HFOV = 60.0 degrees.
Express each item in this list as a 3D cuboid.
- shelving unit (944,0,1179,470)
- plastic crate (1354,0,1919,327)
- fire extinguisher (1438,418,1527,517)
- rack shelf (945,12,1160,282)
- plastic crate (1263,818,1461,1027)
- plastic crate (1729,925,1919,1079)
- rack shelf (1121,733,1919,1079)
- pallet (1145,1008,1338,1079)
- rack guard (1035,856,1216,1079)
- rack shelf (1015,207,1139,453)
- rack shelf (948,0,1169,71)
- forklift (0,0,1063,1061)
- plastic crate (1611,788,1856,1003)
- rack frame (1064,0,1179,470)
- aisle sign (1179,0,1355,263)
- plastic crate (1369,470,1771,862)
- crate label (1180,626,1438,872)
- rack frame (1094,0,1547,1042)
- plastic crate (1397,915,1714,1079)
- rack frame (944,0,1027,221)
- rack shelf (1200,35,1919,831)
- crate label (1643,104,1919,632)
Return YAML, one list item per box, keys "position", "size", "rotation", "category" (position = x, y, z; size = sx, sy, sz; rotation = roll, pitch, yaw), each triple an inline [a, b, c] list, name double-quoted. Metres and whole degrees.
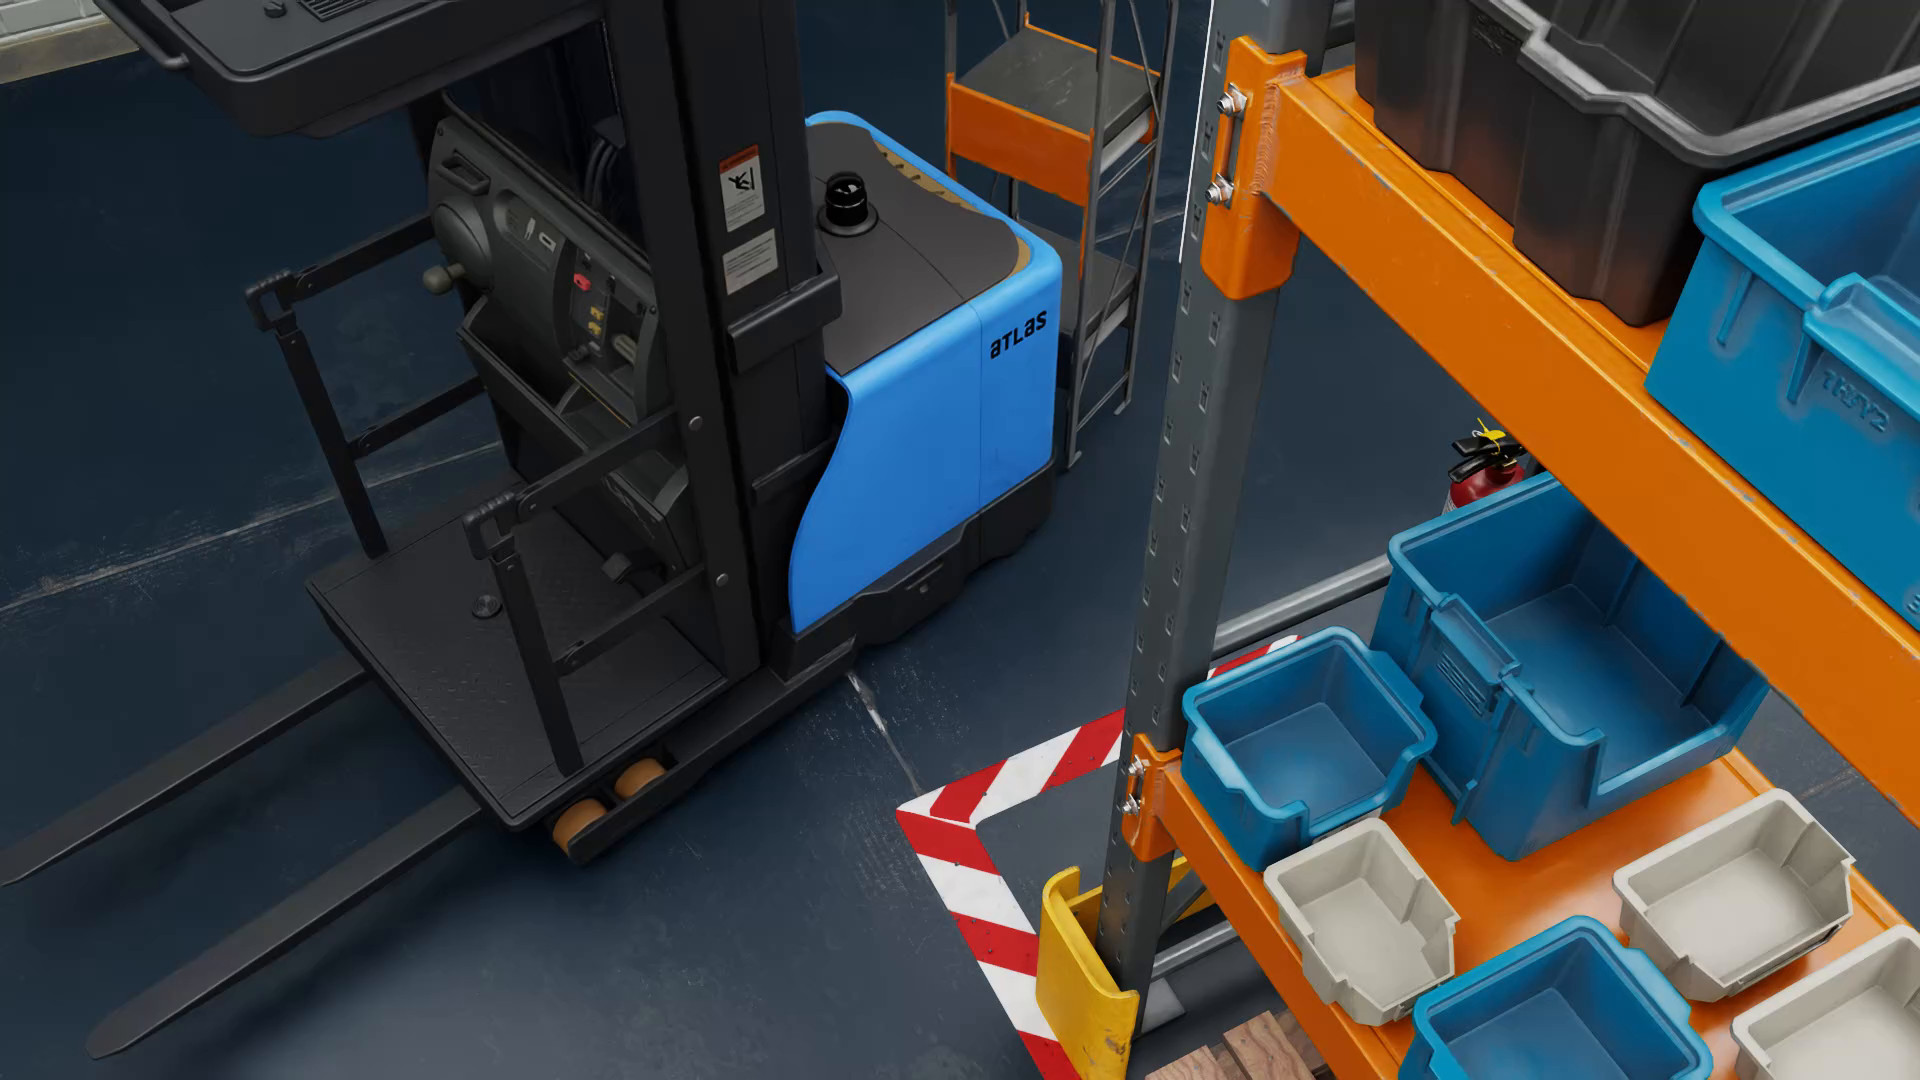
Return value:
- position: [0.274, -1.162, 4.865]
  size: [0.503, 2.100, 0.431]
  rotation: [27, 53, 22]
  category: "shelving unit"
- position: [0.718, -0.518, 1.804]
  size: [0.497, 0.269, 0.590]
  rotation: [-21, 52, -18]
  category: "plastic crate"
- position: [1.125, -0.036, 3.588]
  size: [0.296, 0.674, 0.183]
  rotation: [-21, 52, -18]
  category: "fire extinguisher"
- position: [0.274, -1.153, 4.875]
  size: [0.480, 0.518, 0.431]
  rotation: [27, 53, 22]
  category: "rack shelf"
- position: [0.683, 0.662, 2.813]
  size: [0.250, 0.136, 0.298]
  rotation: [-21, 52, -18]
  category: "plastic crate"
- position: [1.444, 0.823, 2.673]
  size: [0.396, 0.136, 0.243]
  rotation: [-21, 52, -18]
  category: "plastic crate"
- position: [1.705, 1.649, 2.293]
  size: [1.077, 0.370, 4.000]
  rotation: [-21, 52, -18]
  category: "rack shelf"
- position: [1.133, 1.557, 3.748]
  size: [1.003, 0.211, 1.213]
  rotation: [-21, 52, -18]
  category: "pallet"
- position: [0.767, 0.885, 4.144]
  size: [1.175, 0.500, 0.348]
  rotation: [-21, 52, -18]
  category: "rack guard"
- position: [0.264, -0.682, 5.392]
  size: [0.480, 0.518, 0.431]
  rotation: [27, 53, 22]
  category: "rack shelf"
- position: [0.283, -1.624, 4.357]
  size: [0.480, 0.518, 0.431]
  rotation: [27, 53, 22]
  category: "rack shelf"
- position: [-1.133, -0.553, 3.786]
  size: [3.031, 2.935, 1.130]
  rotation: [-34, 57, -26]
  category: "forklift"
- position: [1.324, 0.624, 2.847]
  size: [0.396, 0.136, 0.243]
  rotation: [-21, 52, -18]
  category: "plastic crate"
- position: [0.475, -1.058, 4.774]
  size: [0.015, 2.100, 0.400]
  rotation: [27, 53, 22]
  category: "rack frame"
- position: [0.493, -0.729, 2.167]
  size: [0.394, 0.787, 0.004]
  rotation: [-21, 52, -18]
  category: "aisle sign"
- position: [1.109, 0.202, 3.018]
  size: [0.616, 0.435, 0.499]
  rotation: [-21, 52, -18]
  category: "plastic crate"
- position: [0.610, 0.387, 2.990]
  size: [0.416, 0.233, 0.303]
  rotation: [-21, 52, -18]
  category: "crate label"
- position: [0.790, 0.073, 3.193]
  size: [1.000, 3.000, 0.127]
  rotation: [-21, 52, -18]
  category: "rack frame"
- position: [0.911, 0.828, 2.605]
  size: [0.416, 0.233, 0.300]
  rotation: [-21, 52, -18]
  category: "plastic crate"
- position: [0.073, -1.267, 4.955]
  size: [0.015, 2.100, 0.400]
  rotation: [27, 53, 22]
  category: "rack frame"
- position: [1.705, 0.661, 1.164]
  size: [1.077, 0.370, 4.000]
  rotation: [-21, 52, -18]
  category: "rack shelf"
- position: [0.925, -0.137, 1.483]
  size: [0.408, 0.251, 0.502]
  rotation: [-21, 52, -18]
  category: "crate label"
